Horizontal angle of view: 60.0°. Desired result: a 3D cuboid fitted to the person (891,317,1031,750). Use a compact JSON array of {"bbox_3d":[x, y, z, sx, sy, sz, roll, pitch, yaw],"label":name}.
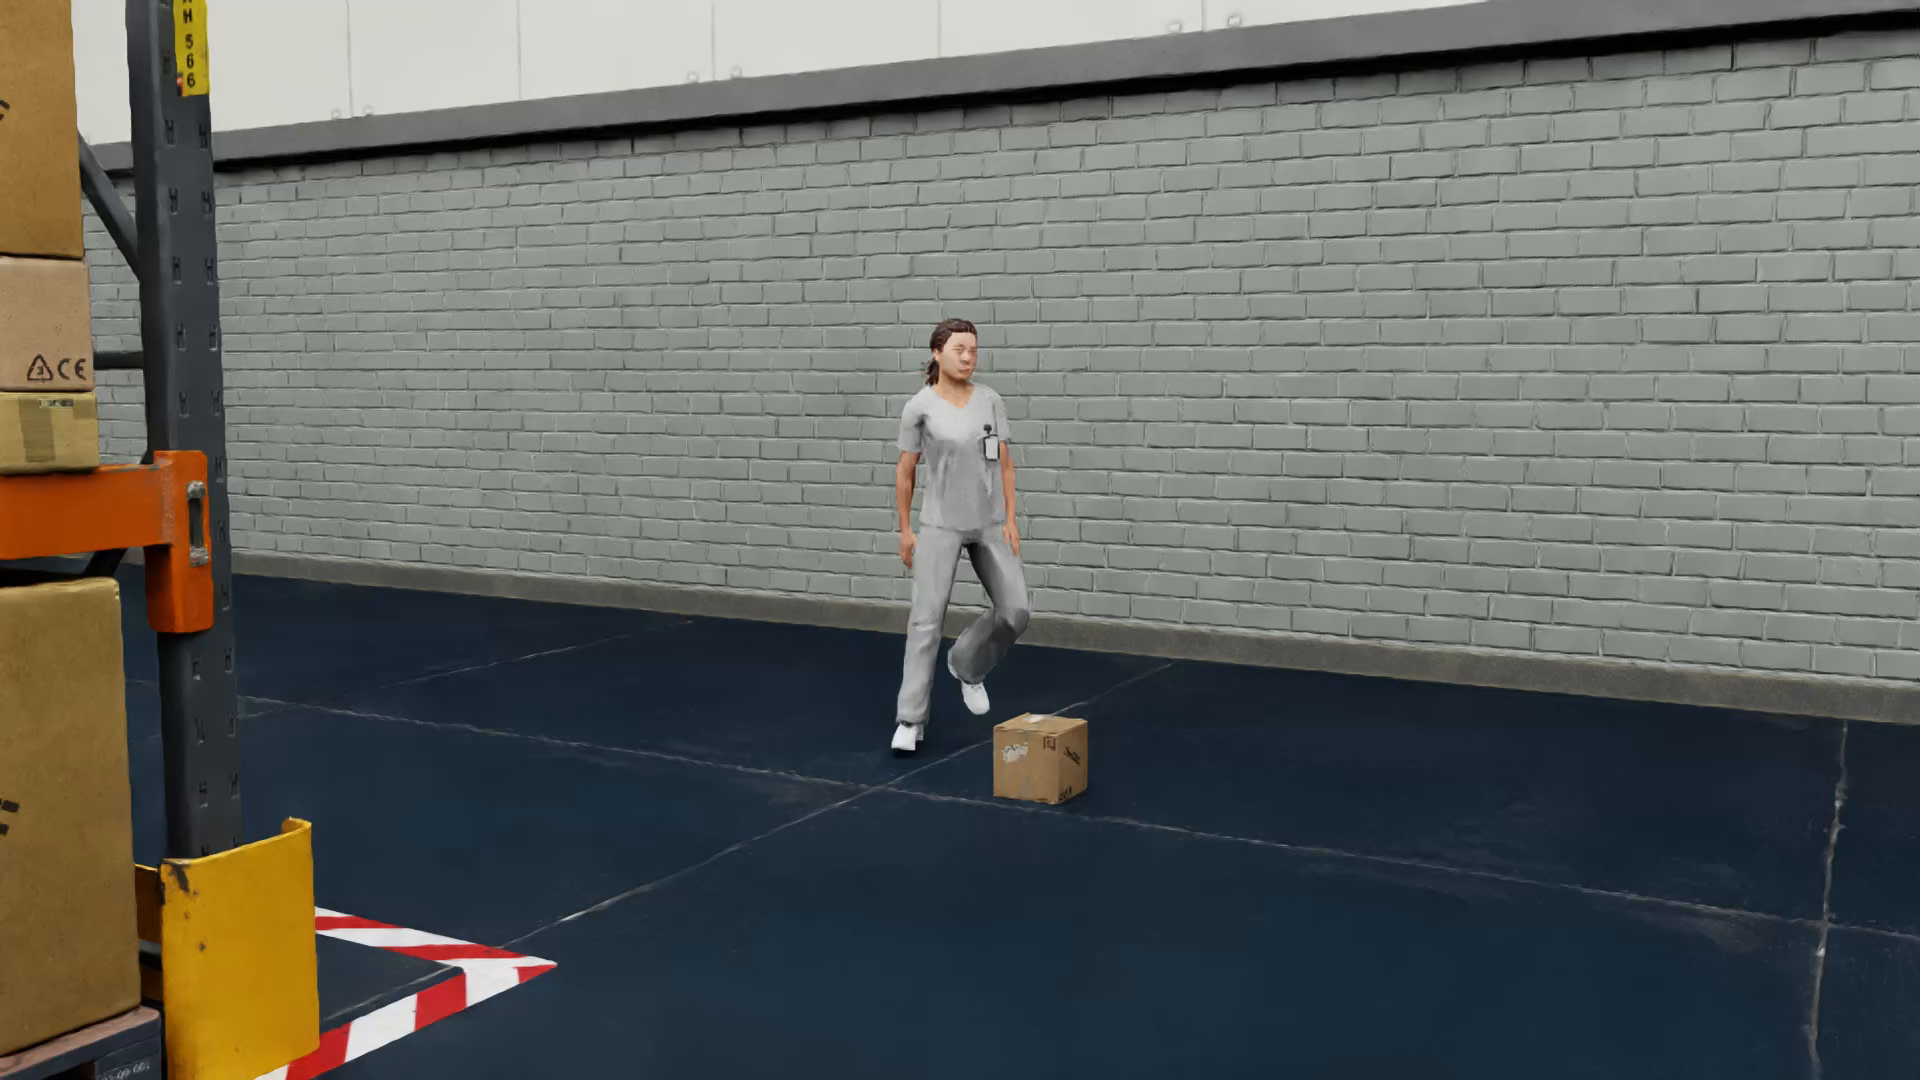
[{"bbox_3d":[-0.052,-0.040,6.616,0.598,1.656,0.599,-2,6,-17],"label":"person"}]
